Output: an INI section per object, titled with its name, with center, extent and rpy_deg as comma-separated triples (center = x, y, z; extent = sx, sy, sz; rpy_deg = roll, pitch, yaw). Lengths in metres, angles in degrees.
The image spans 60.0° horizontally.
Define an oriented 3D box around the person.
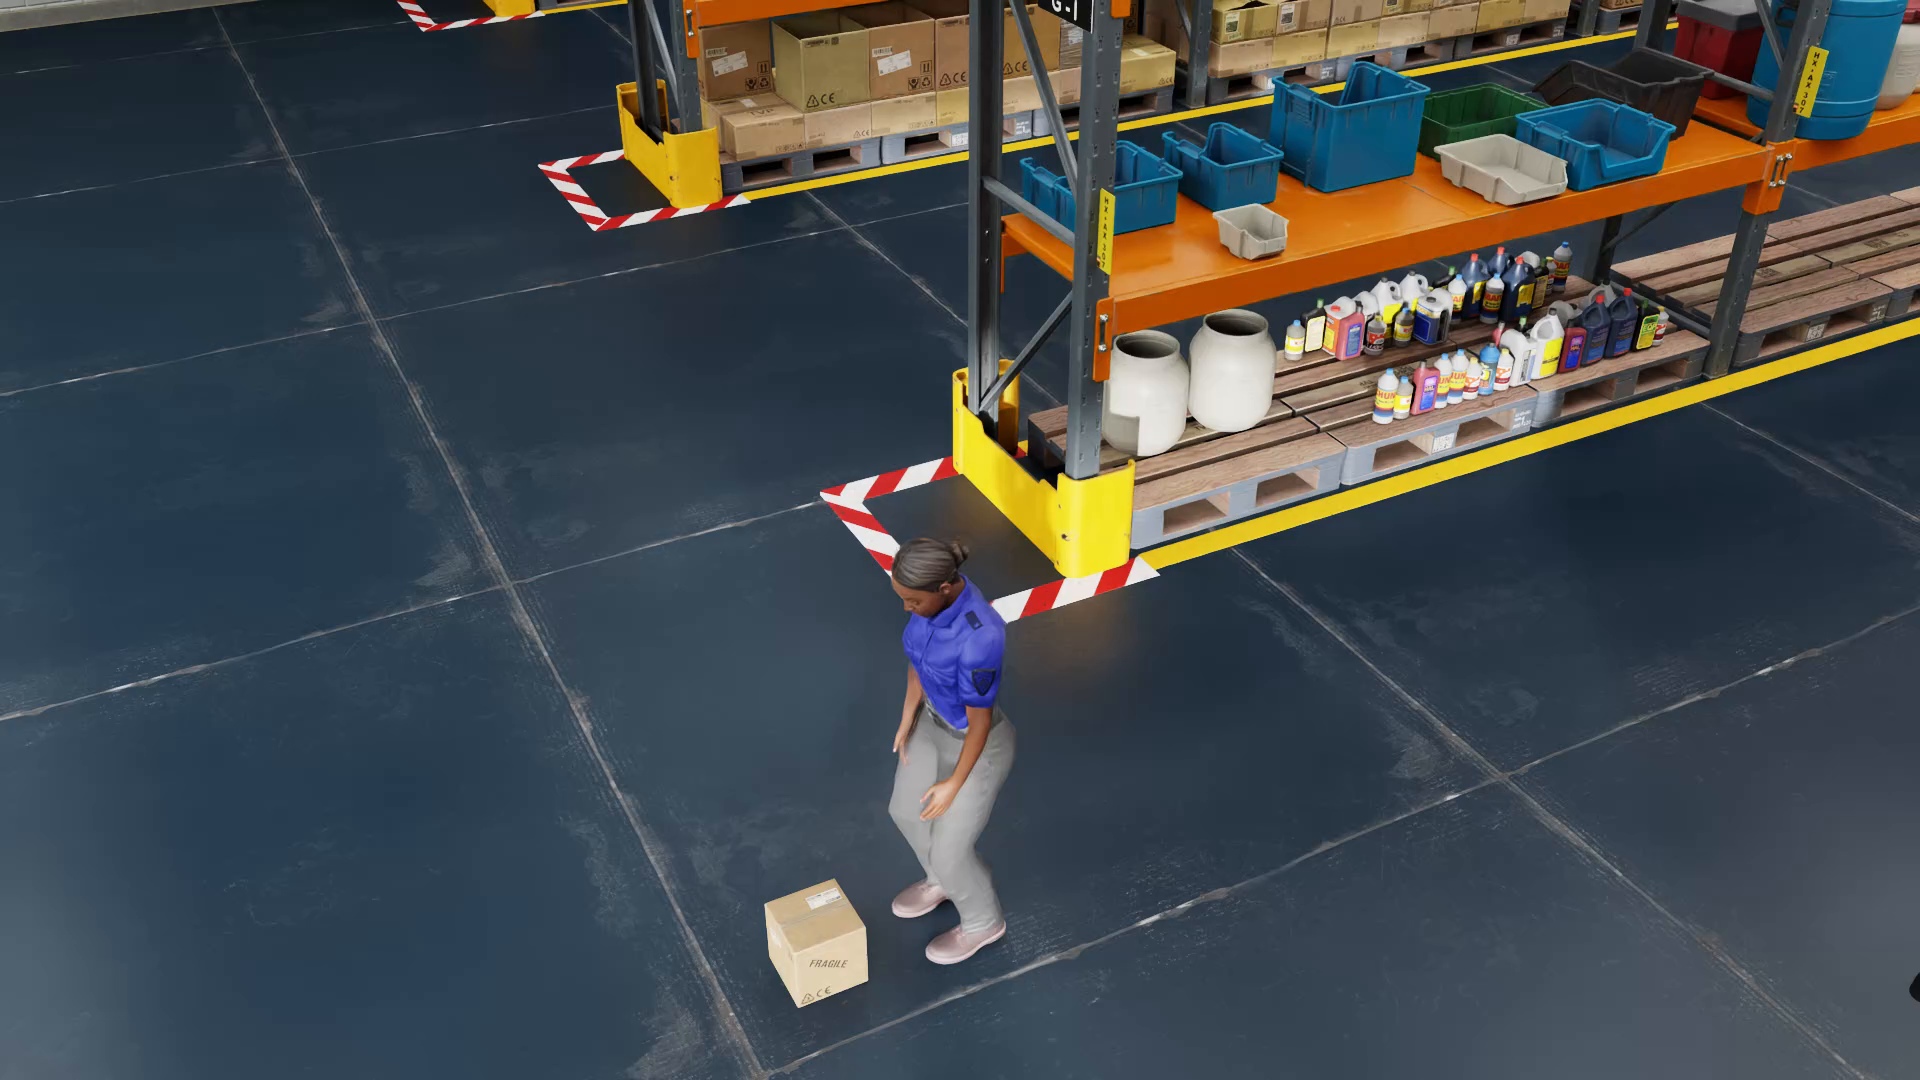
[person]
center = -0.020, 0.650, 5.218
extent = 0.392, 1.600, 0.461
rpy_deg = -15, 36, -22
